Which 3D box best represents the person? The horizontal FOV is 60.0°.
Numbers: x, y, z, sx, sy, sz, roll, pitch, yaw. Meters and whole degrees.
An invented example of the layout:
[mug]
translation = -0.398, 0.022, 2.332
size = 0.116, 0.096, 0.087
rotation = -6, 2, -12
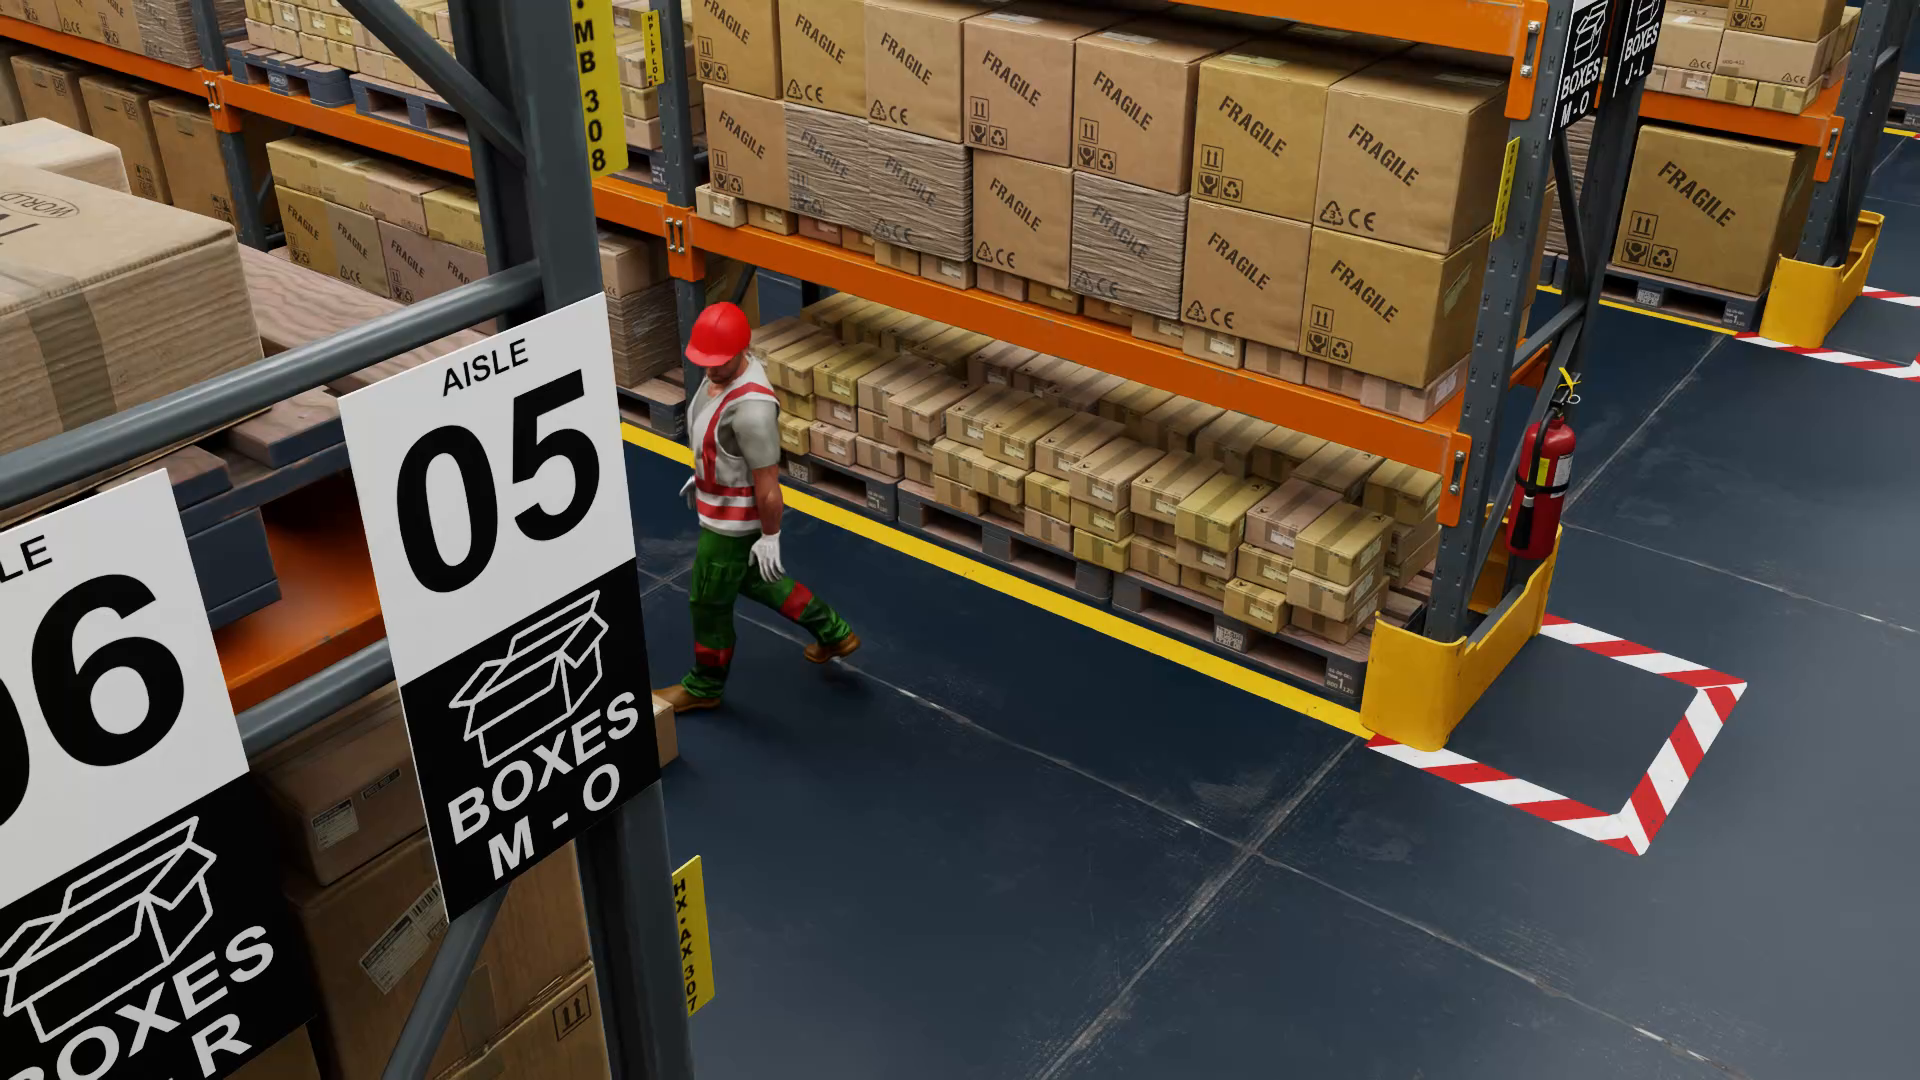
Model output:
[person]
translation = -0.832, -0.123, 6.321
size = 0.880, 1.763, 0.602
rotation = -5, 31, -9
